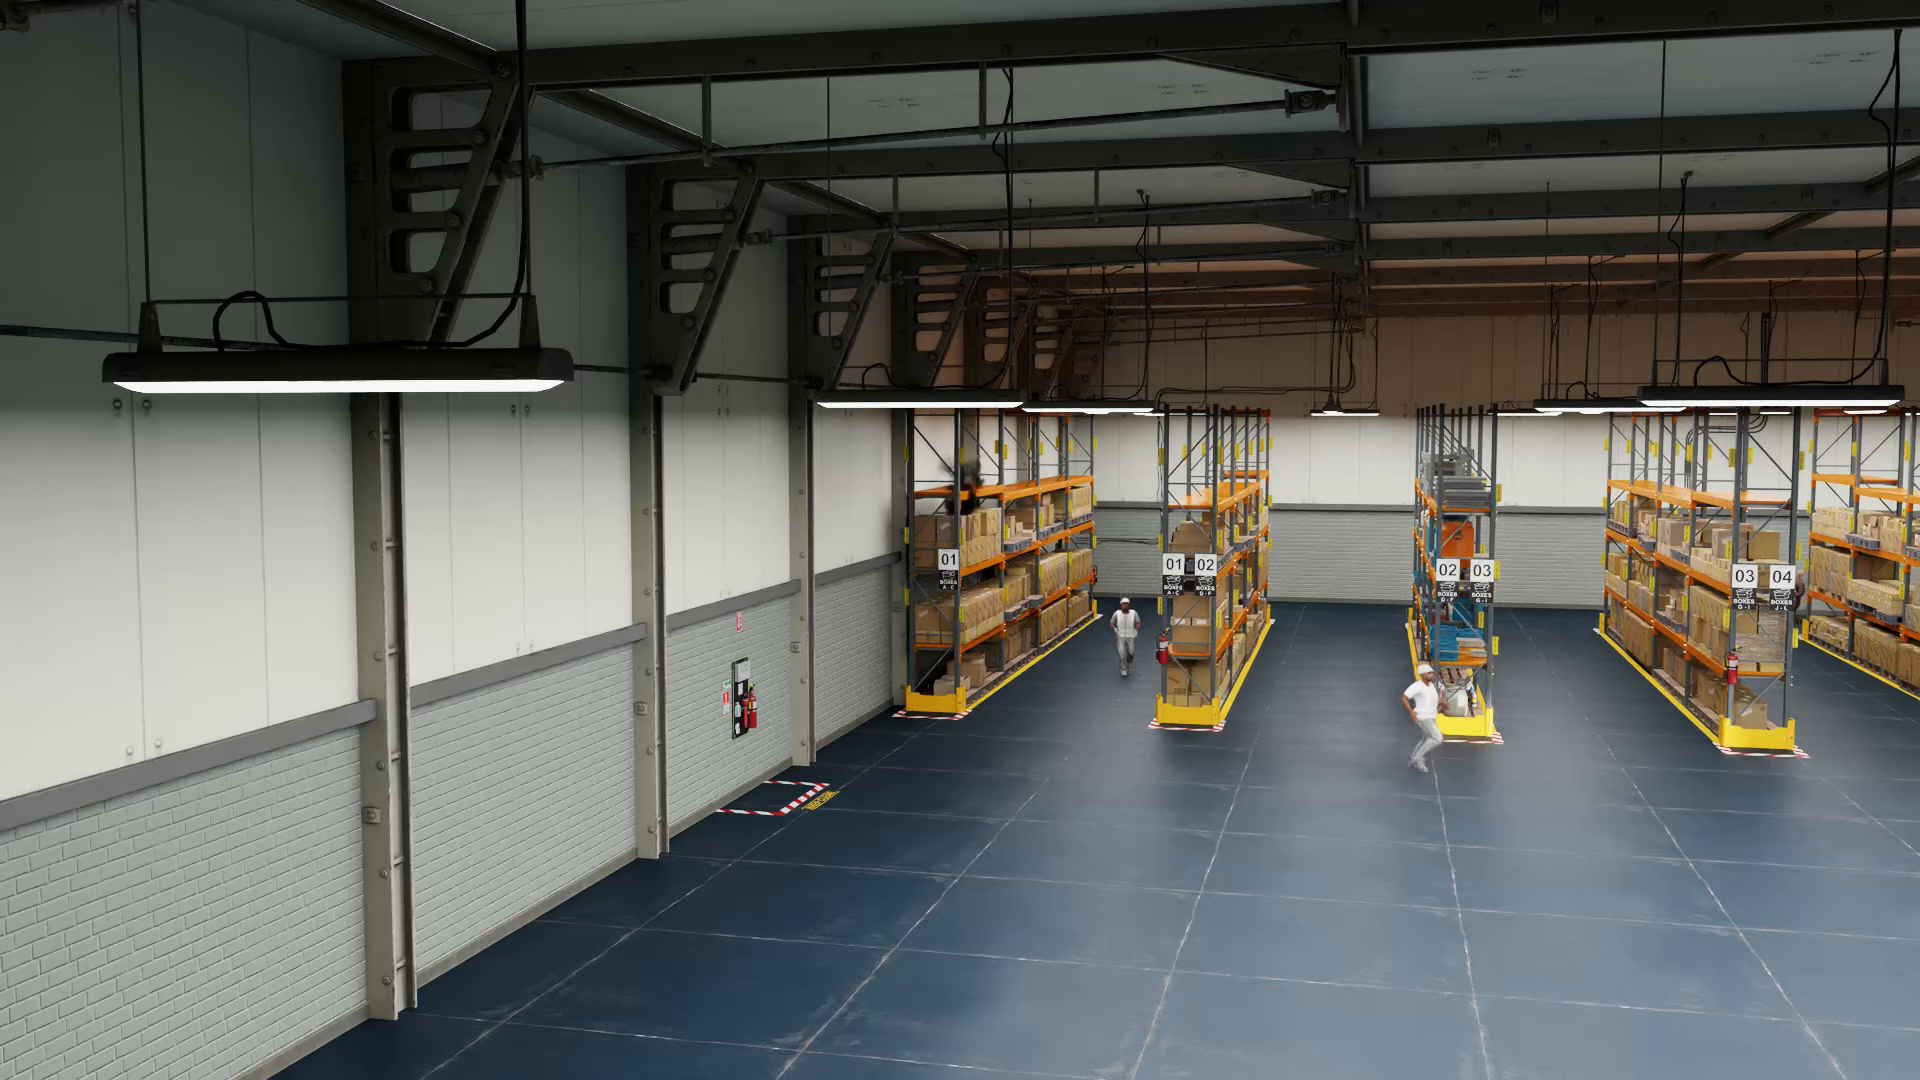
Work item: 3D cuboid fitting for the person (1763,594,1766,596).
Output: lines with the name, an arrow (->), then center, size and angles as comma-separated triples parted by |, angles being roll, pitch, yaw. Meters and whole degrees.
person -> 20.879, 1.788, 43.617 | 0.659, 1.561, 0.581 | -3, 5, -33

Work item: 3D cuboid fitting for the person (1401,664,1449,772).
person -> 7.565, 2.881, 26.897 | 0.668, 1.732, 0.683 | 3, 5, 38

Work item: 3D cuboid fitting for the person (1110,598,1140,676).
person -> 3.676, 2.160, 36.972 | 0.675, 1.735, 0.608 | 0, 4, 3

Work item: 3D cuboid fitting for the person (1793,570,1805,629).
person -> 22.338, 1.651, 44.597 | 0.737, 1.696, 0.776 | 2, 5, 24
